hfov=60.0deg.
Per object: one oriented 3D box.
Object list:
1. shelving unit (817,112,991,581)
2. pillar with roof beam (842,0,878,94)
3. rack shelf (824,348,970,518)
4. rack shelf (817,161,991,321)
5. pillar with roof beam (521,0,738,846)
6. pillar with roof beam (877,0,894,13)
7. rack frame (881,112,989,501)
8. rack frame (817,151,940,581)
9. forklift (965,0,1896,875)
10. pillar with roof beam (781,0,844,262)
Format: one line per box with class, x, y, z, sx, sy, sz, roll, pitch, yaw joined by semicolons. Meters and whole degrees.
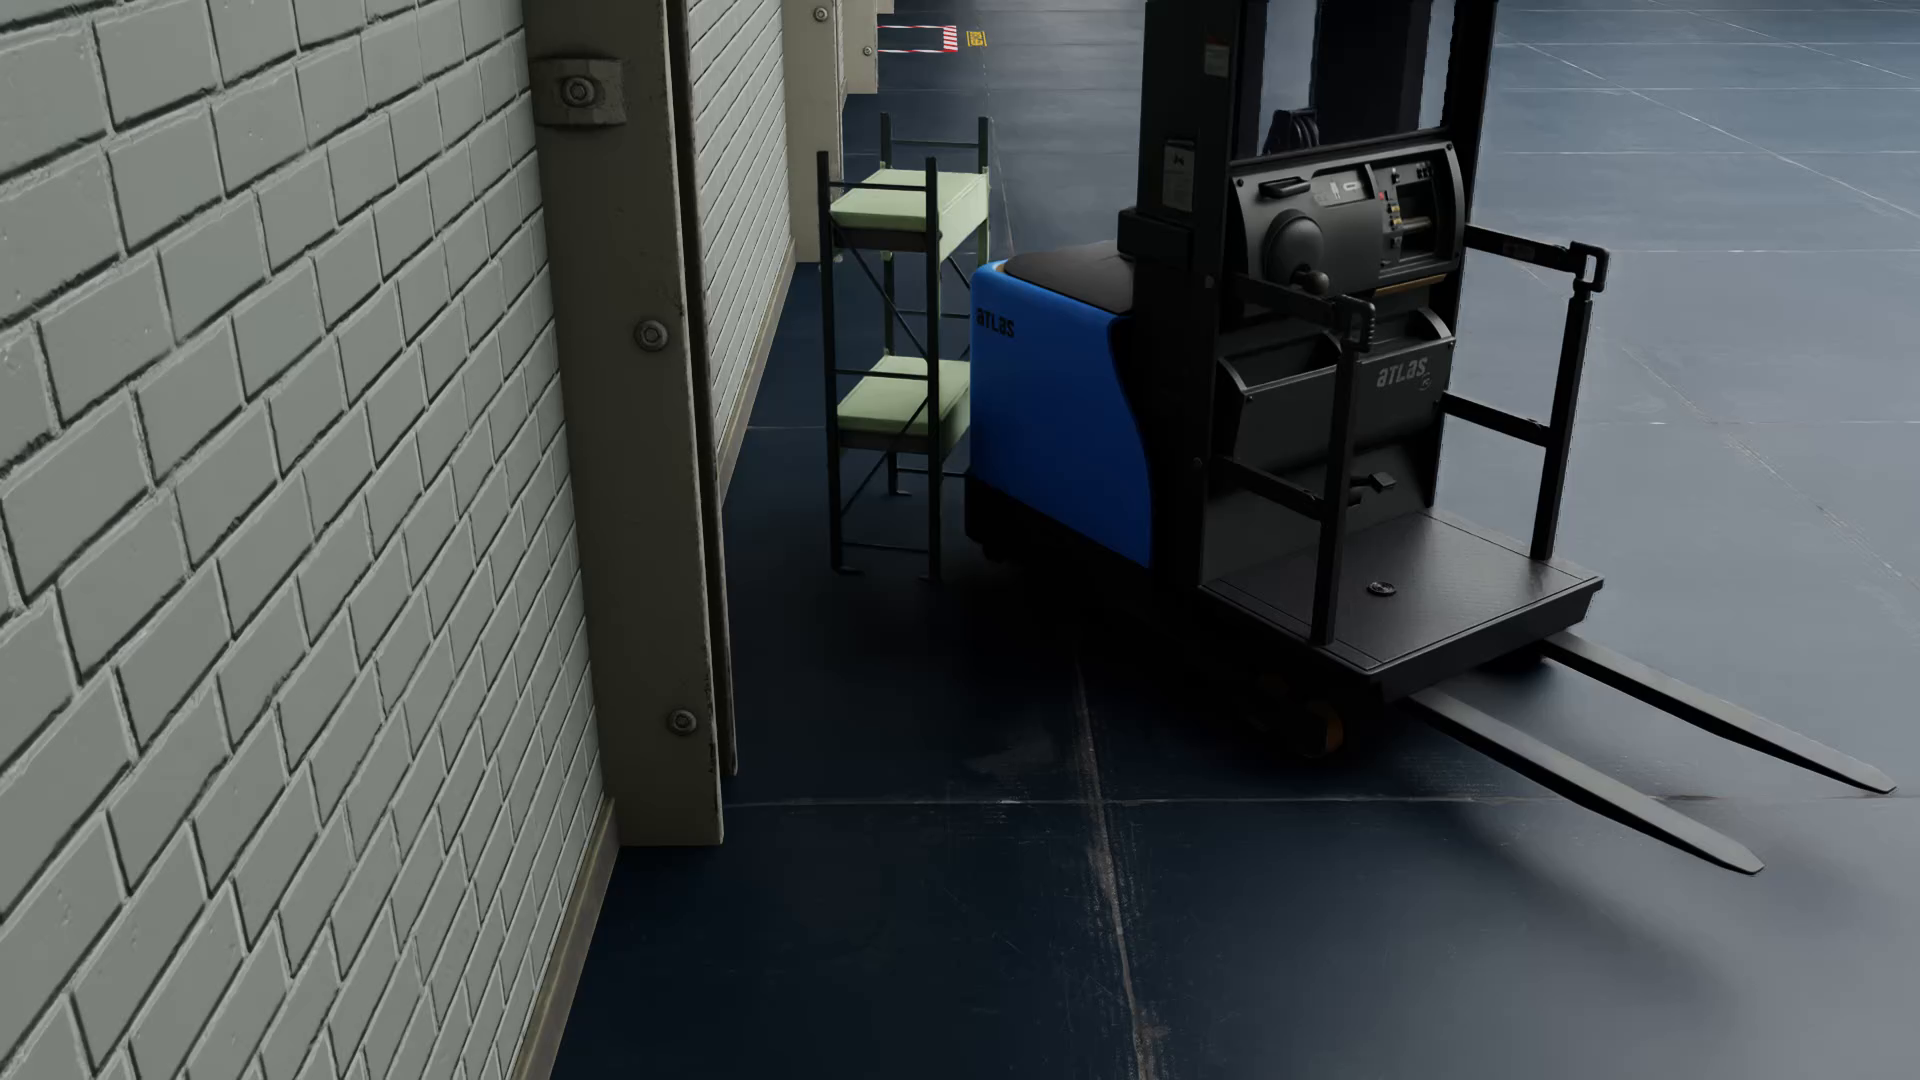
shelving unit;-0.180;-0.707;5.993;0.431;1.500;0.755;6;25;13
pillar with roof beam;3.379;-8.330;13.748;9.100;9.000;0.400;0;24;-1
rack shelf;-0.179;-0.410;6.127;0.431;0.370;0.720;6;25;13
rack shelf;-0.180;-1.063;5.832;0.431;0.370;0.720;6;25;13
pillar with roof beam;3.510;-3.385;2.815;9.100;9.000;0.400;0;24;-1
pillar with roof beam;3.314;-10.802;19.214;9.100;9.000;0.400;0;24;-1
rack frame;-0.091;-0.854;6.316;0.400;1.500;0.023;6;25;13
rack frame;-0.268;-0.561;5.669;0.400;1.500;0.023;6;25;13
forklift;1.280;-0.926;4.741;1.130;2.935;3.031;-16;29;-32
pillar with roof beam;3.445;-5.858;8.281;9.100;9.000;0.400;0;24;-1
